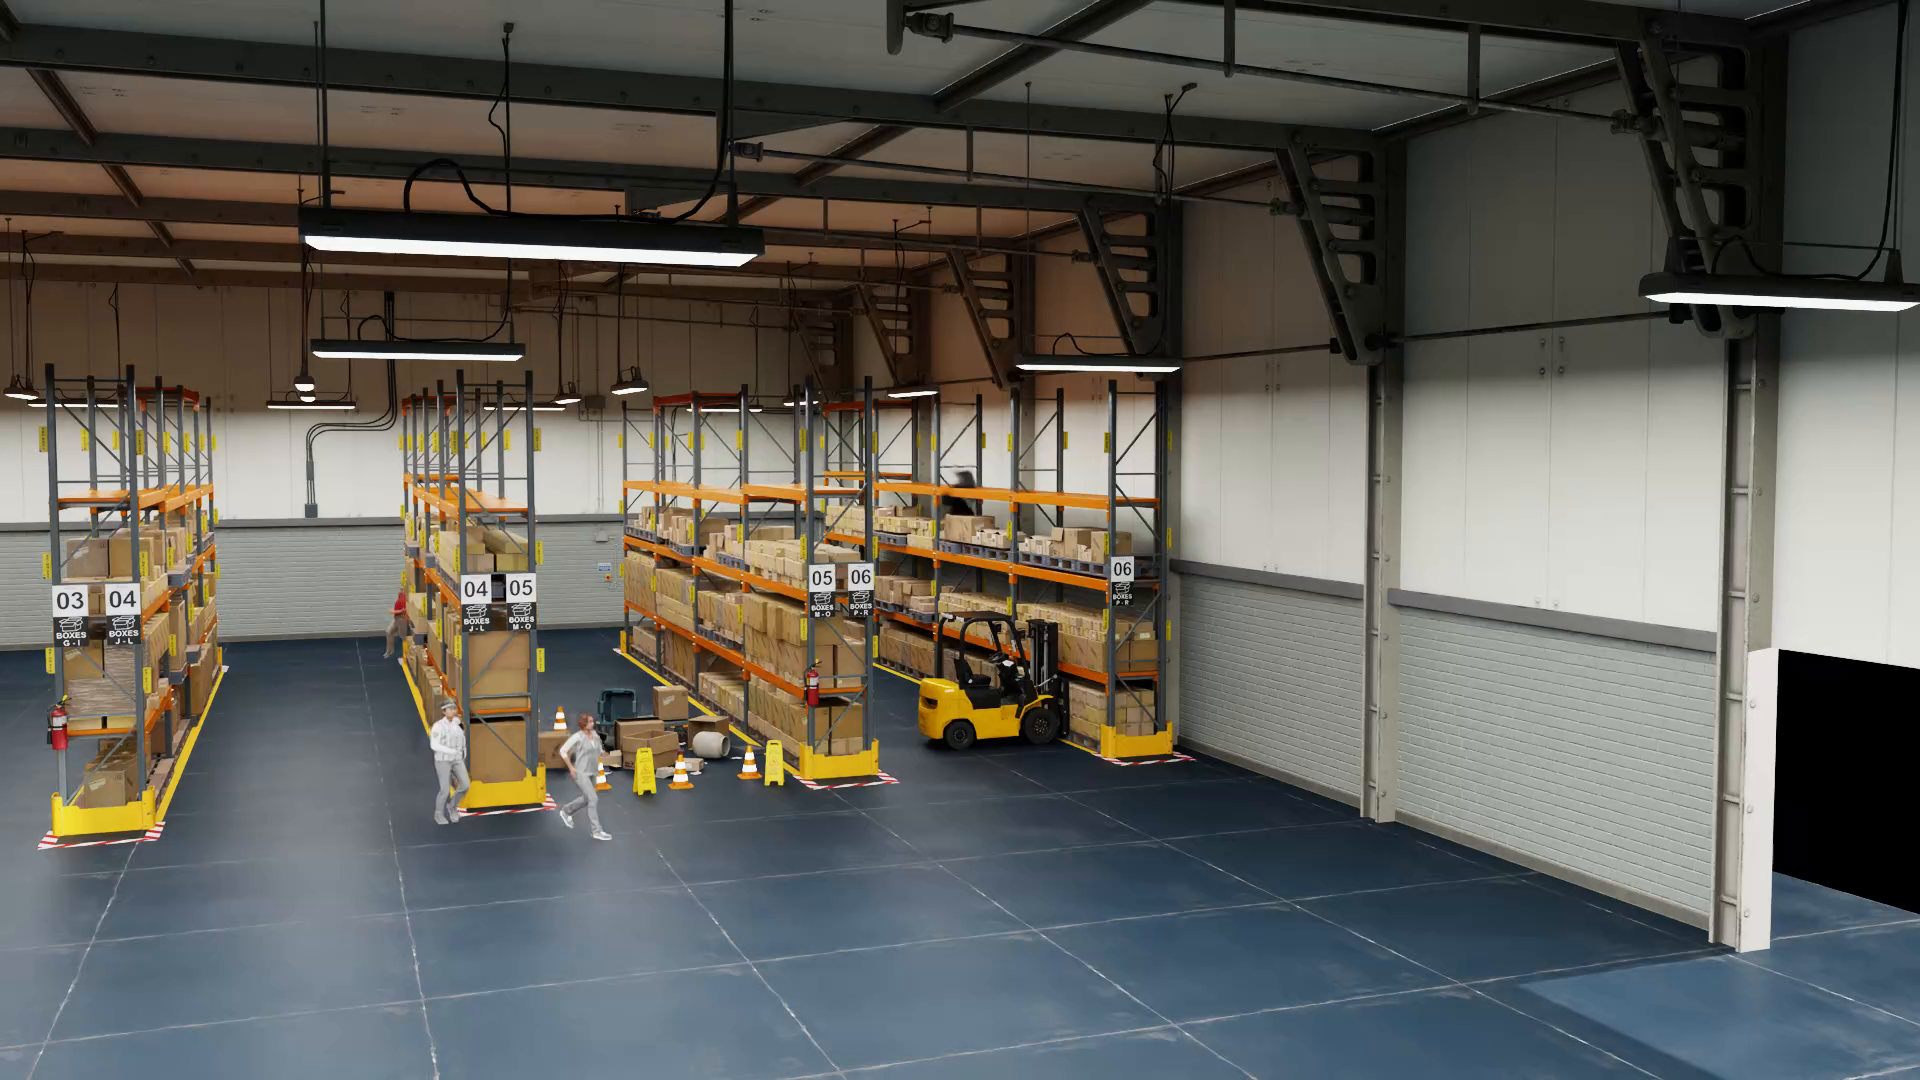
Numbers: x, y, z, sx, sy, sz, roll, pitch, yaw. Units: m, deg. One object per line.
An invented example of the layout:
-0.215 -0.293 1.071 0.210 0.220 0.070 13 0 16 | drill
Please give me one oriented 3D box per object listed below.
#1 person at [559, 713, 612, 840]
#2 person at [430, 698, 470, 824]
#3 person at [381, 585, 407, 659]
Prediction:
-4.748 2.963 20.975 0.856 1.583 0.536 2 4 28 | person
-6.631 2.891 21.751 0.634 1.673 0.647 3 4 37 | person
-12.980 1.893 38.600 0.823 1.730 0.664 -2 4 -30 | person
